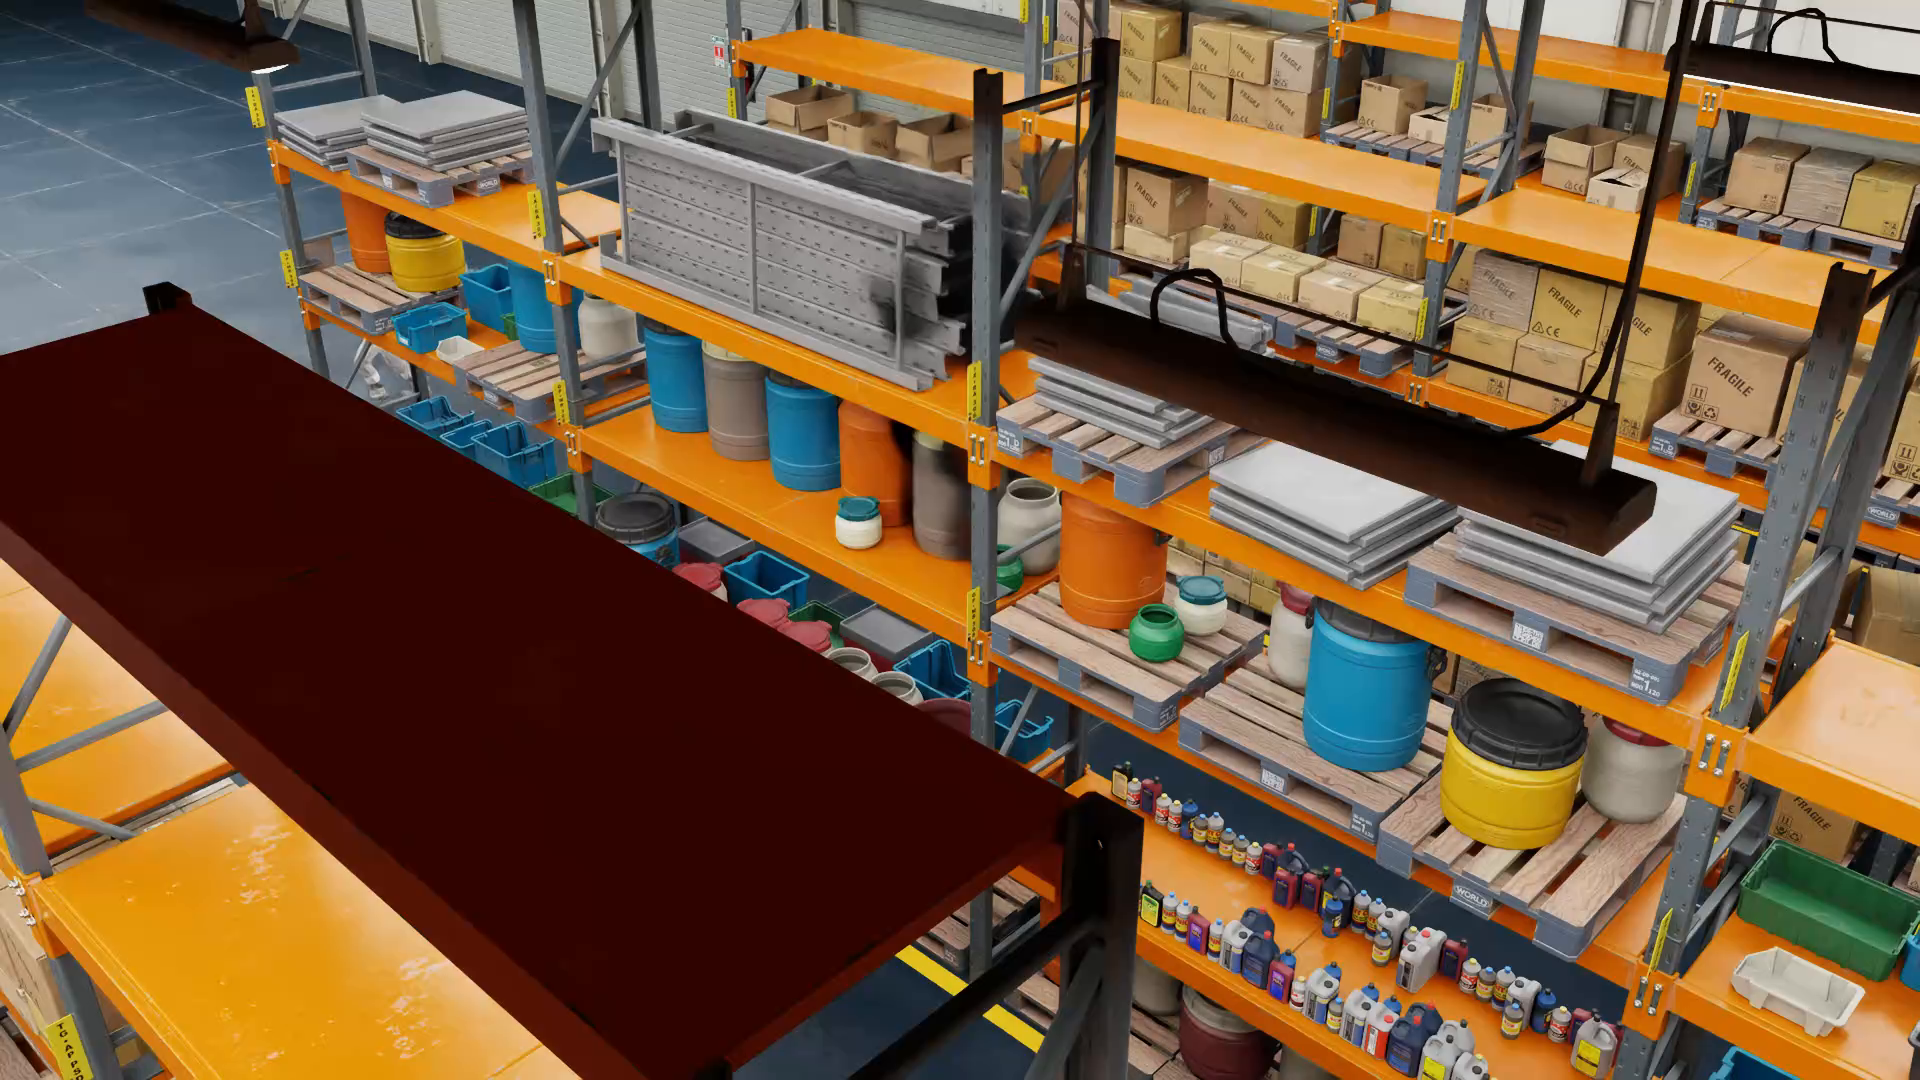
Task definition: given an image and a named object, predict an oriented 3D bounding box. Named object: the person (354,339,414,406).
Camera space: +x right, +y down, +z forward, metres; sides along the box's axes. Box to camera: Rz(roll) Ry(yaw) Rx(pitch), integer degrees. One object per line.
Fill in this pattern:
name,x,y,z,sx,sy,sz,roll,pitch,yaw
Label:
person,-6.448,-2.305,18.558,0.755,1.812,0.670,-7,30,-13
